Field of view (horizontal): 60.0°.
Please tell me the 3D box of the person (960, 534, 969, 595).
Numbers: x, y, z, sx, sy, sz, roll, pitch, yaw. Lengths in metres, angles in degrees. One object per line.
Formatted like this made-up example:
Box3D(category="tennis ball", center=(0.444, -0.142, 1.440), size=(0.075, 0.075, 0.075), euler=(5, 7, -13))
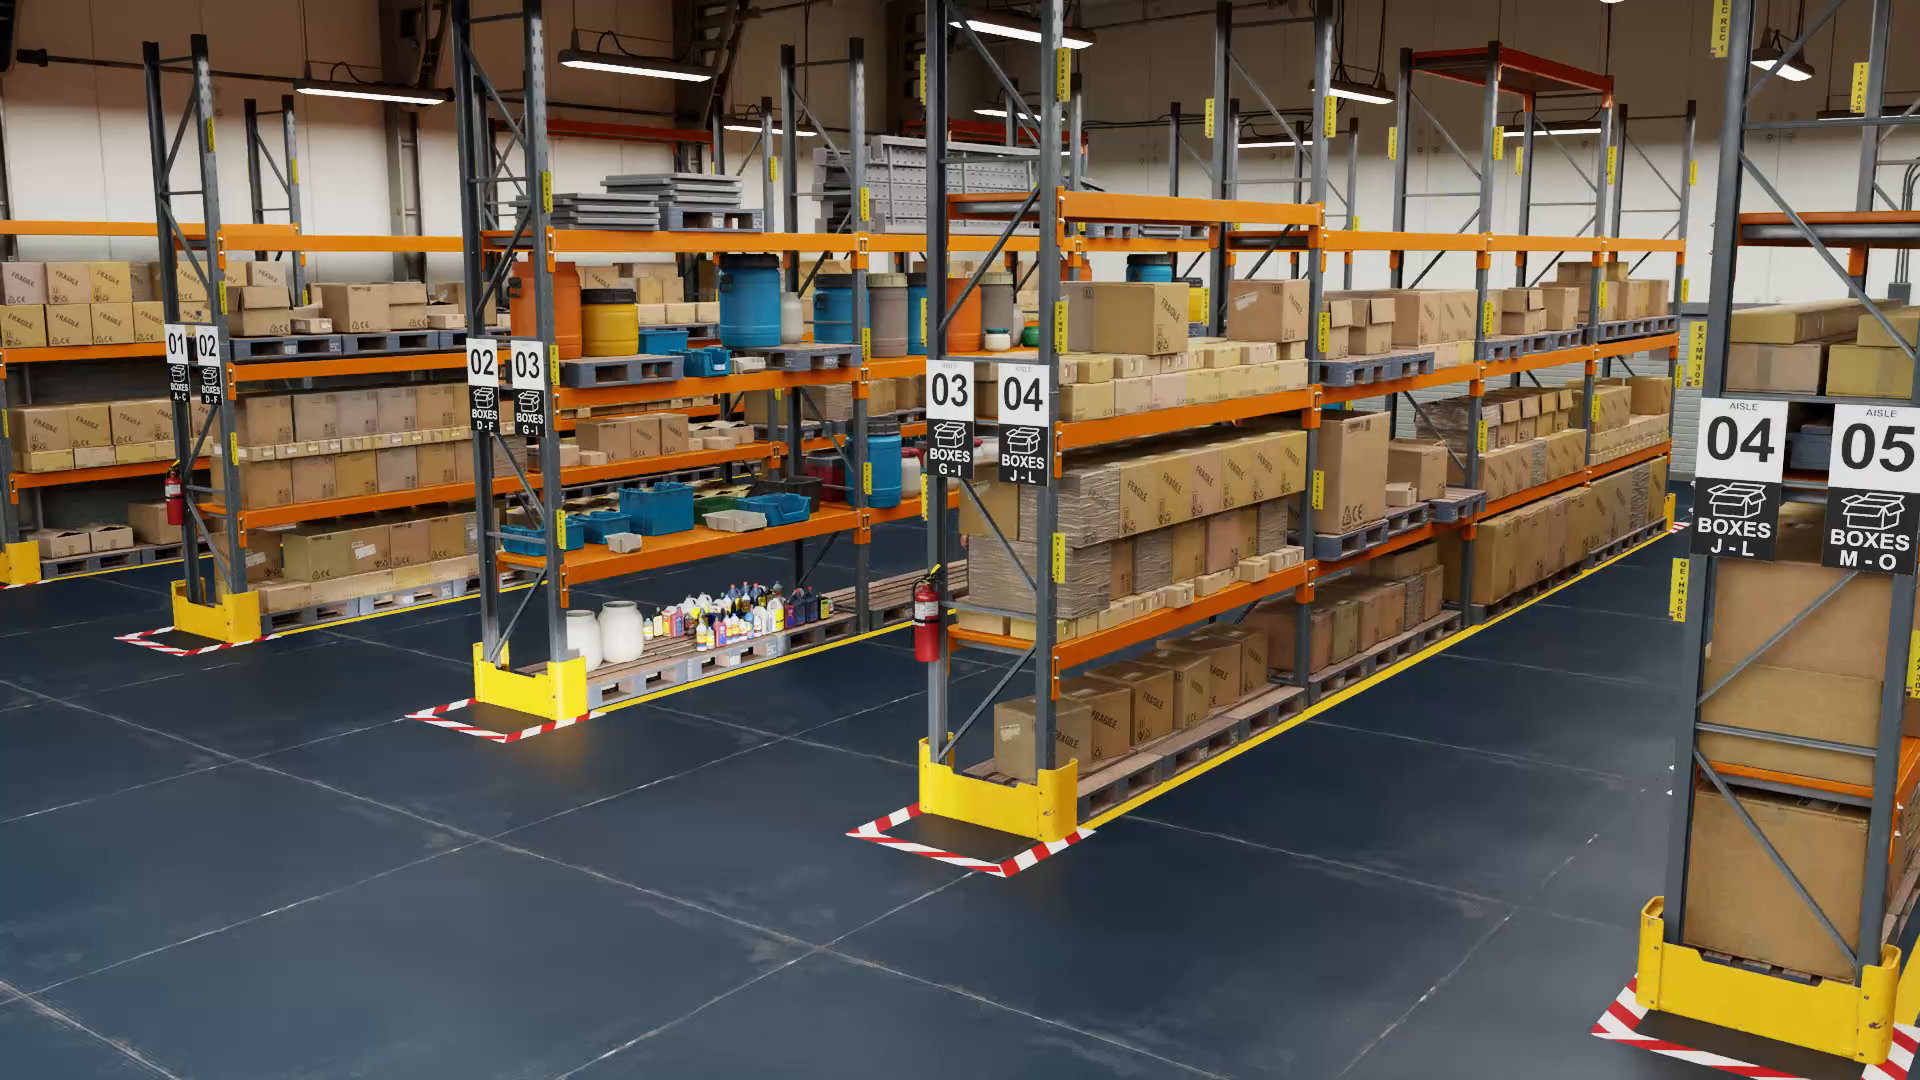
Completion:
Box3D(category="person", center=(0.290, -0.012, 18.035), size=(0.588, 1.721, 0.411), euler=(7, 12, 34))
